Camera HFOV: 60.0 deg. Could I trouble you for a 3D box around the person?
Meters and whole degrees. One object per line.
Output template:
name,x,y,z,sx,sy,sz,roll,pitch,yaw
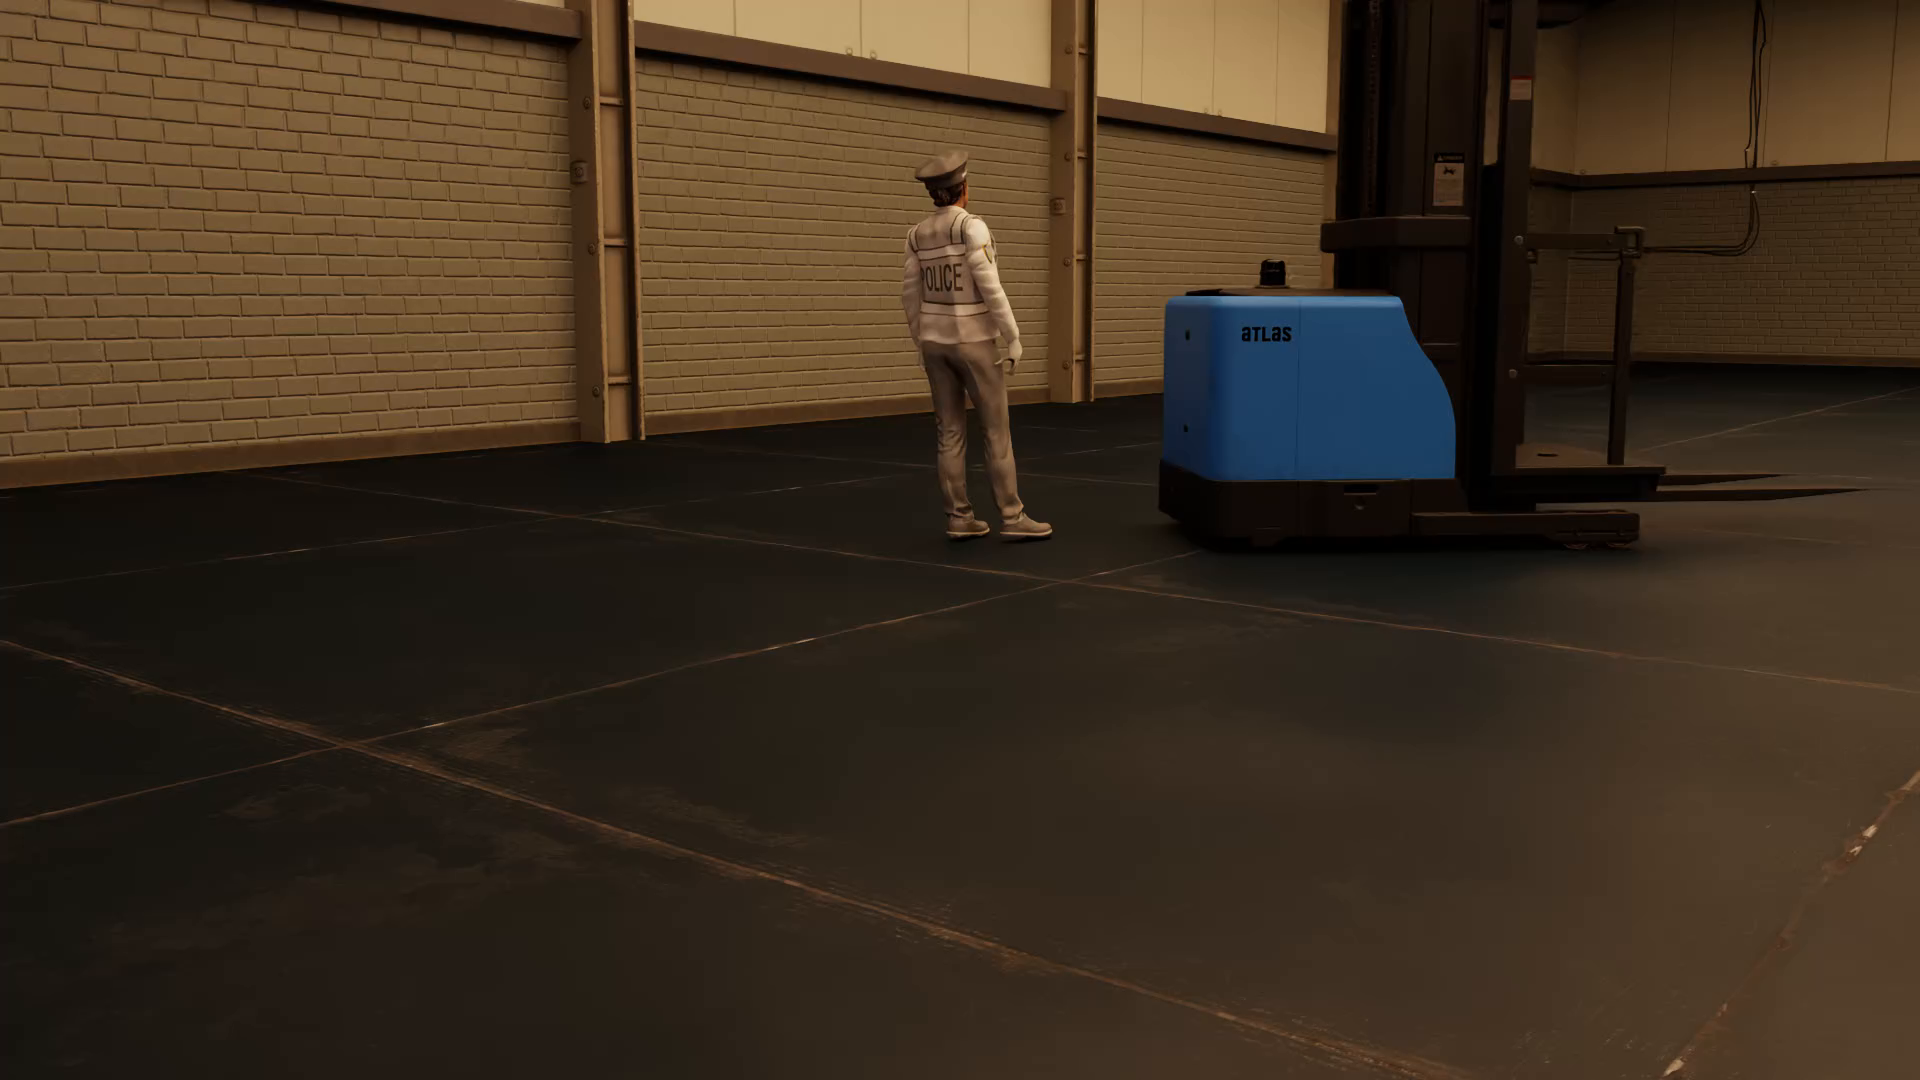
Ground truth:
person,0.047,-0.852,7.329,0.588,1.697,0.534,7,11,38

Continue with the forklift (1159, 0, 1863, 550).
forklift,2.493,-1.484,7.420,3.031,2.935,1.130,-1,8,-6
